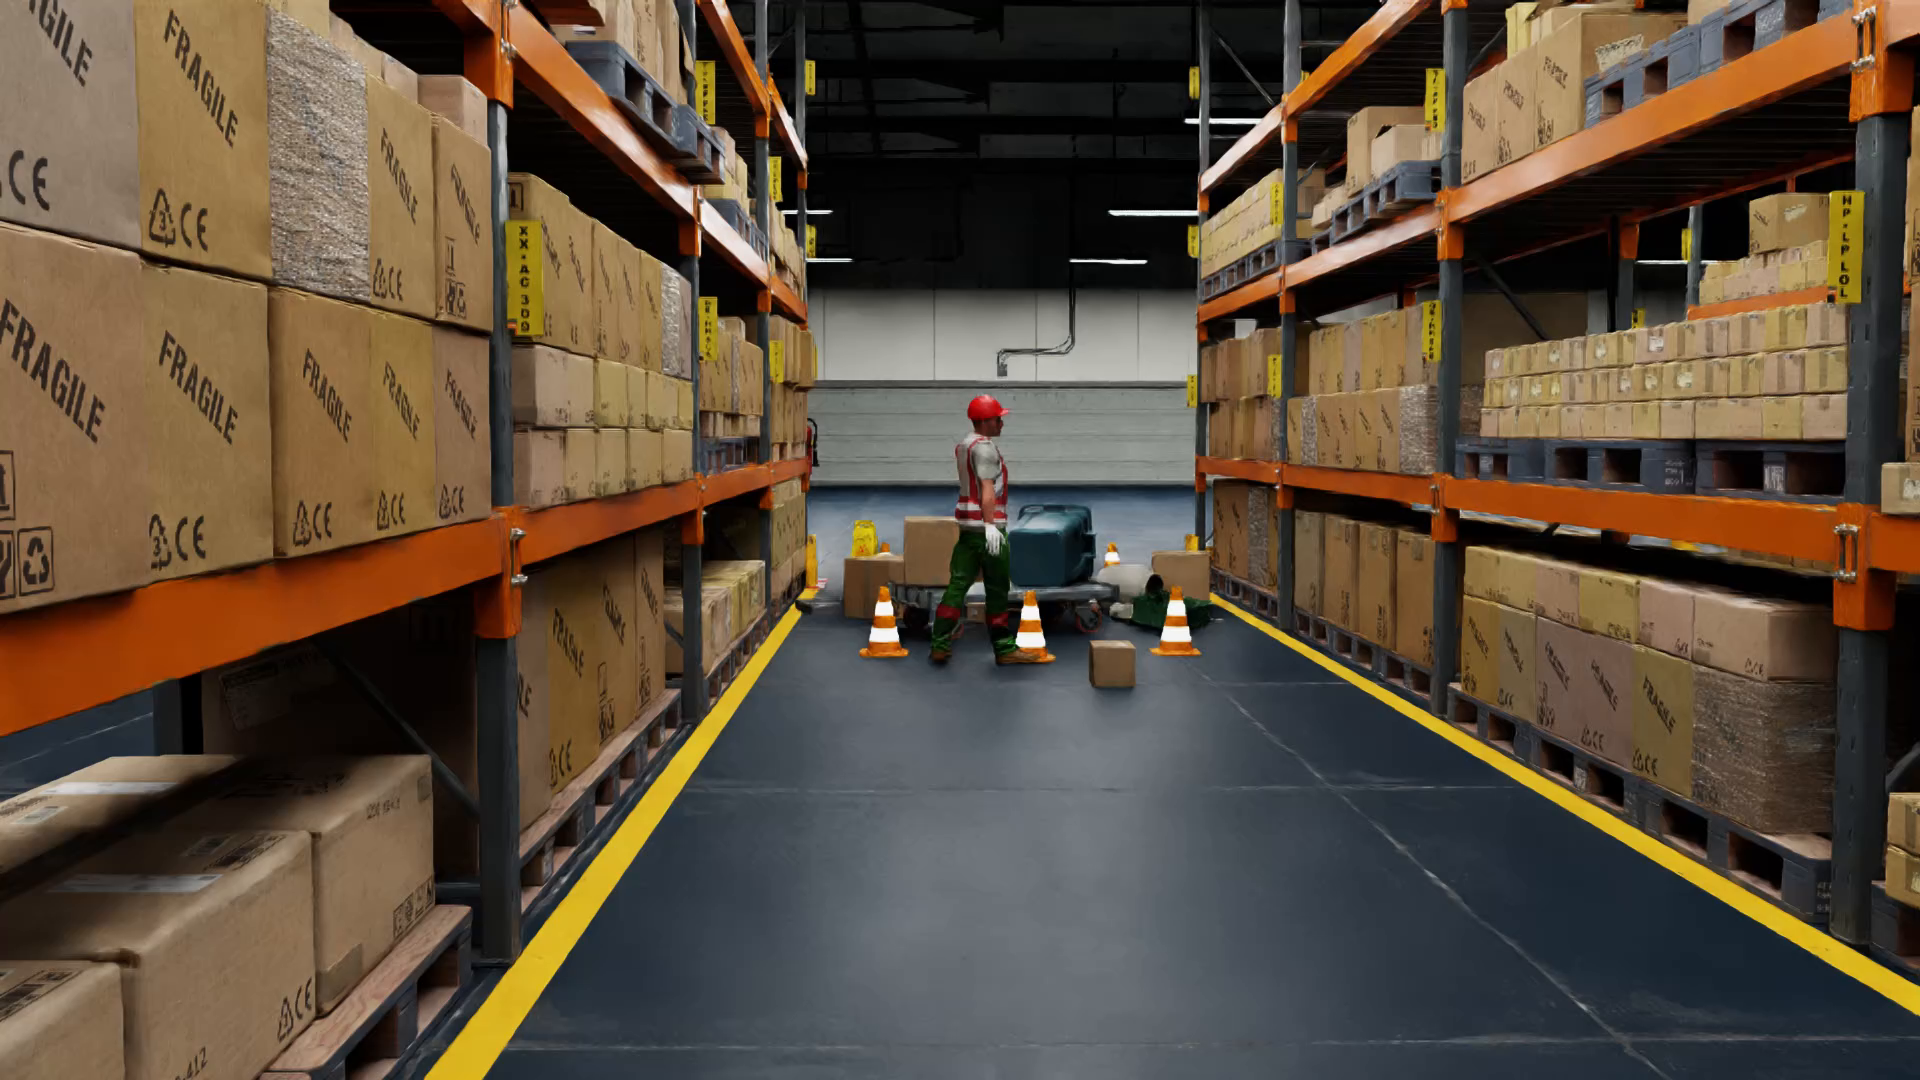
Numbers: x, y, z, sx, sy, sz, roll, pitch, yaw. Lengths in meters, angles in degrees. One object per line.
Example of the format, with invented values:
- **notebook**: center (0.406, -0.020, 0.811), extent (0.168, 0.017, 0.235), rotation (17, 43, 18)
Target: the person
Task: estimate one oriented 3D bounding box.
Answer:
- **person**: center (0.172, -0.065, 11.001), extent (0.680, 1.783, 0.741), rotation (-1, 4, -22)
